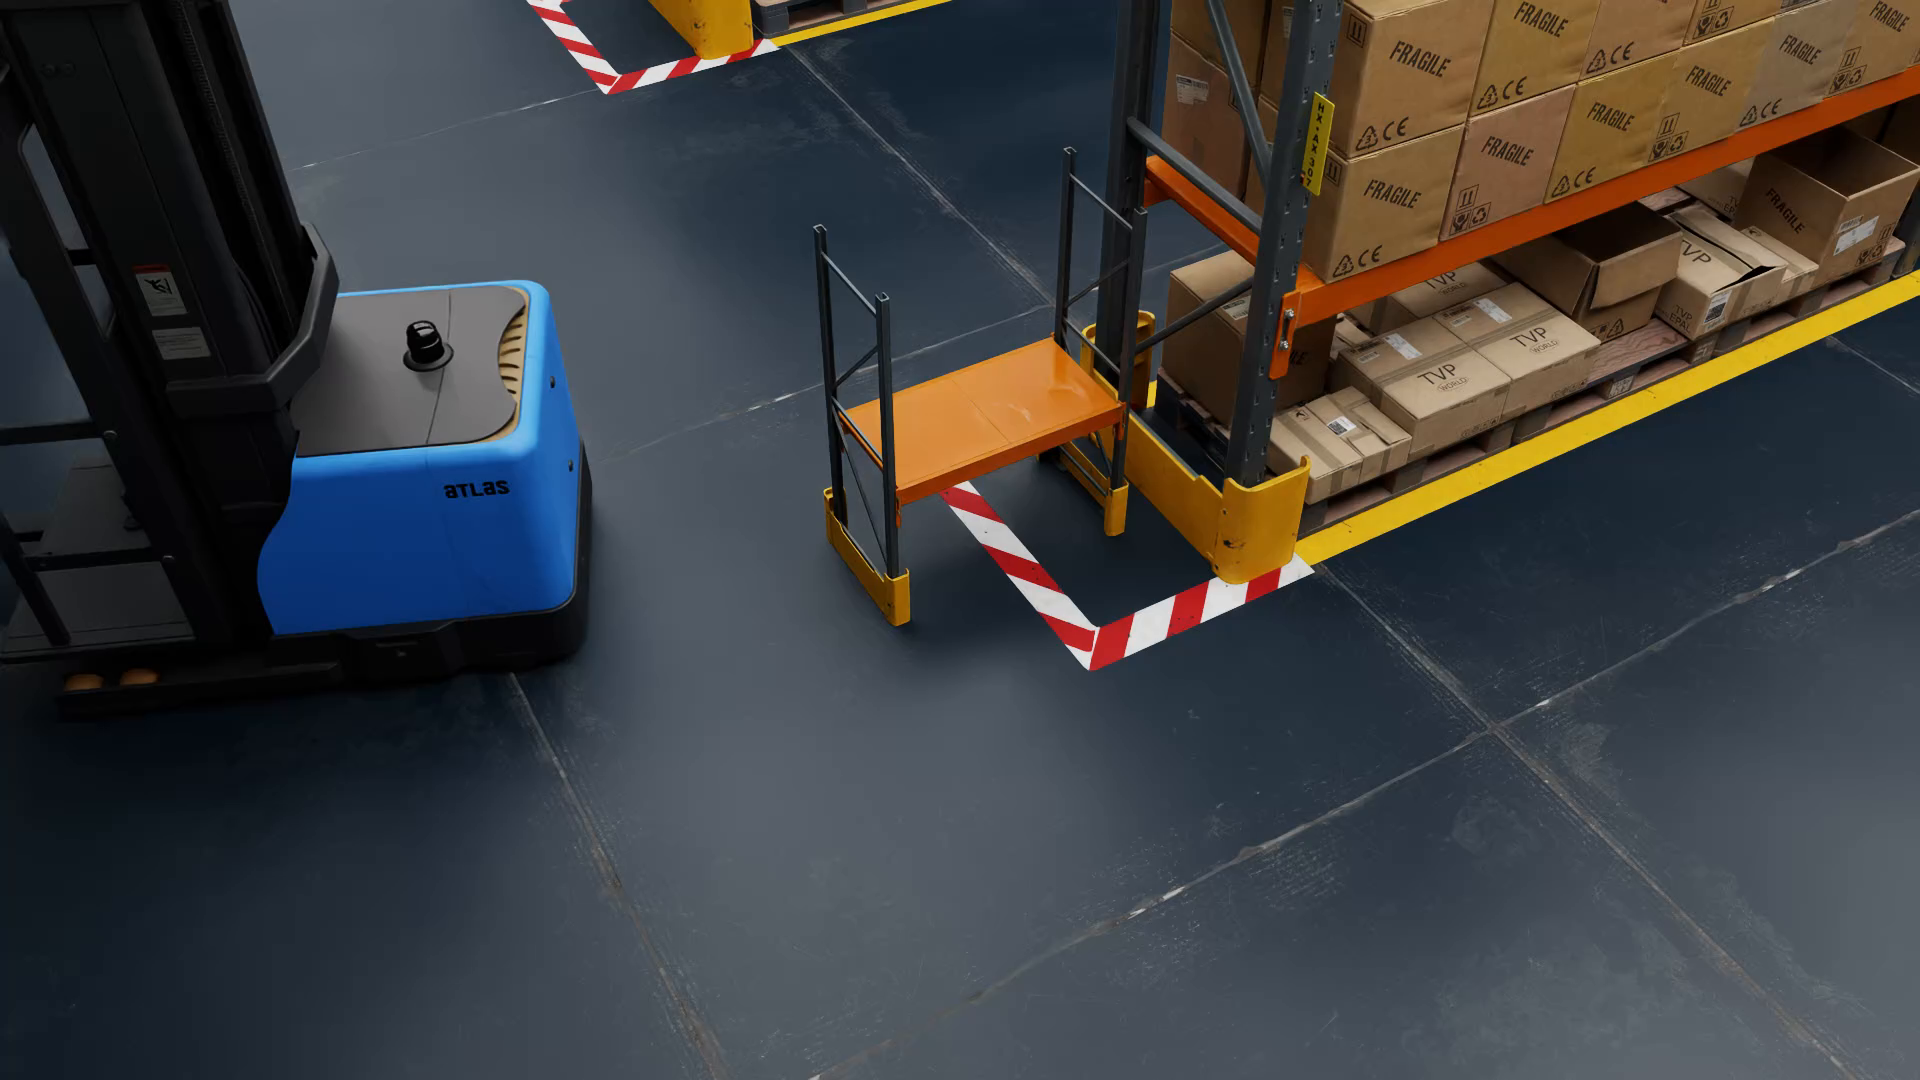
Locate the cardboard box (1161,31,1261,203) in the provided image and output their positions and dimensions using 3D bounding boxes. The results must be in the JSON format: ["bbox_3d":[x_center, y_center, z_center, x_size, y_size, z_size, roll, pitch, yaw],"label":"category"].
[{"bbox_3d":[1.110,-1.625,6.199,0.500,0.500,0.500,-20,48,-20],"label":"cardboard box"}]

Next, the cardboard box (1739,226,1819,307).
[{"bbox_3d":[3.677,-1.256,7.622,0.250,0.149,0.380,-22,48,-21],"label":"cardboard box"}]

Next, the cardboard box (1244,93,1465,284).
[{"bbox_3d":[1.373,-1.300,5.864,0.500,0.500,0.500,-21,48,-20],"label":"cardboard box"}]

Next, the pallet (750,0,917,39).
[{"bbox_3d":[-0.873,-3.524,10.229,1.213,0.211,1.003,-22,48,-21],"label":"pallet"}]

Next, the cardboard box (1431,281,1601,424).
[{"bbox_3d":[2.337,-0.805,7.084,0.500,0.250,0.500,-22,48,-21],"label":"cardboard box"}]

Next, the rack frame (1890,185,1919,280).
[{"bbox_3d":[4.325,-2.657,7.334,0.127,3.000,1.000,-22,48,-21],"label":"rack frame"}]

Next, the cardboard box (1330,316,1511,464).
[{"bbox_3d":[1.903,-0.631,6.905,0.500,0.250,0.500,-22,48,-21],"label":"cardboard box"}]

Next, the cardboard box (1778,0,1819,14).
[{"bbox_3d":[3.136,-2.366,6.244,0.500,0.500,0.500,-21,48,-21],"label":"cardboard box"}]

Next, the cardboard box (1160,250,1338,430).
[{"bbox_3d":[1.206,-0.867,6.969,0.500,0.500,0.500,-22,48,-21],"label":"cardboard box"}]

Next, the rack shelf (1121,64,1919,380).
[{"bbox_3d":[2.591,-1.705,6.869,4.000,0.370,1.077,-22,48,-21],"label":"rack shelf"}]

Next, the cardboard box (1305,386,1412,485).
[{"bbox_3d":[1.608,-0.435,6.763,0.250,0.166,0.380,-22,48,-21],"label":"cardboard box"}]

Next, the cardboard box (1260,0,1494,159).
[{"bbox_3d":[1.373,-1.659,5.515,0.500,0.500,0.500,-20,48,-20],"label":"cardboard box"}]

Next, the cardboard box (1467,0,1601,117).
[{"bbox_3d":[1.823,-1.844,5.707,0.500,0.500,0.500,-21,48,-21],"label":"cardboard box"}]

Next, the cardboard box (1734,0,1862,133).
[{"bbox_3d":[3.129,-2.005,6.590,0.500,0.500,0.500,-21,48,-20],"label":"cardboard box"}]

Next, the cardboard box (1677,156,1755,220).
[{"bbox_3d":[3.854,-1.835,8.102,0.500,0.311,0.500,-22,48,-21],"label":"cardboard box"}]

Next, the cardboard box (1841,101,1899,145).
[{"bbox_3d":[4.610,-2.262,8.406,0.500,0.500,0.500,-22,48,-21],"label":"cardboard box"}]

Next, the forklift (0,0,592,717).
[{"bbox_3d":[-2.968,-0.799,5.469,3.031,2.935,1.130,-5,44,-5],"label":"forklift"}]

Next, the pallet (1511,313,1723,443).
[{"bbox_3d":[2.670,-0.992,7.621,1.213,0.211,1.003,-22,48,-21],"label":"pallet"}]

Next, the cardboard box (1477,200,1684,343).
[{"bbox_3d":[2.699,-1.264,7.375,0.637,0.503,0.797,-22,48,-21],"label":"cardboard box"}]

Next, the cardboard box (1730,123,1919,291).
[{"bbox_3d":[3.973,-1.549,7.671,0.500,0.500,0.500,-22,48,-21],"label":"cardboard box"}]

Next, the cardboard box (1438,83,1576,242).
[{"bbox_3d":[1.818,-1.482,6.051,0.500,0.500,0.500,-22,48,-21],"label":"cardboard box"}]

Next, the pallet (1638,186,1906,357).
[{"bbox_3d":[3.729,-1.418,8.060,1.213,0.211,1.003,-22,48,-21],"label":"pallet"}]

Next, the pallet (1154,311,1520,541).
[{"bbox_3d":[1.614,-0.572,7.188,1.213,0.211,1.003,-22,48,-21],"label":"pallet"}]

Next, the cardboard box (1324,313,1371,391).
[{"bbox_3d":[1.602,-0.834,7.174,0.250,0.166,0.380,-22,48,-21],"label":"cardboard box"}]

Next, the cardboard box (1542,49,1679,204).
[{"bbox_3d":[2.254,-1.654,6.229,0.500,0.500,0.500,-22,48,-21],"label":"cardboard box"}]

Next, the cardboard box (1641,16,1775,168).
[{"bbox_3d":[2.689,-1.827,6.407,0.500,0.500,0.500,-21,48,-20],"label":"cardboard box"}]

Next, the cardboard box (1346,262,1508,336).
[{"bbox_3d":[2.044,-1.089,7.377,0.500,0.250,0.500,-22,48,-21],"label":"cardboard box"}]

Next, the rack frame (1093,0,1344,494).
[{"bbox_3d":[0.857,-1.269,5.904,0.127,3.000,1.000,-22,48,-21],"label":"rack frame"}]

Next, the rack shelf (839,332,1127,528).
[{"bbox_3d":[0.074,-0.439,6.383,1.000,0.185,0.538,-22,48,-21],"label":"rack shelf"}]

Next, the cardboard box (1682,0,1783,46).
[{"bbox_3d":[2.699,-2.192,6.065,0.500,0.500,0.500,-22,48,-21],"label":"cardboard box"}]

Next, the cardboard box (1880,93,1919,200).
[{"bbox_3d":[4.866,-1.938,8.073,0.500,0.500,0.500,-24,49,-23],"label":"cardboard box"}]

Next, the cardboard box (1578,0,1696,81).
[{"bbox_3d":[2.259,-2.015,5.883,0.500,0.500,0.500,-21,48,-20],"label":"cardboard box"}]

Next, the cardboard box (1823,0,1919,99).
[{"bbox_3d":[3.573,-2.185,6.776,0.500,0.500,0.500,-21,48,-20],"label":"cardboard box"}]

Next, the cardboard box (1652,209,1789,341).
[{"bbox_3d":[3.322,-1.221,7.469,0.500,0.311,0.500,-22,48,-21],"label":"cardboard box"}]

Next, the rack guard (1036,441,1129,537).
[{"bbox_3d":[0.498,-0.289,6.868,0.087,0.250,0.587,-22,48,-21],"label":"rack guard"}]

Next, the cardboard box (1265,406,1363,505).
[{"bbox_3d":[1.391,-0.342,6.679,0.250,0.149,0.380,-22,48,-21],"label":"cardboard box"}]

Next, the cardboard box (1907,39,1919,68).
[{"bbox_3d":[4.020,-2.364,6.961,0.500,0.500,0.500,-21,48,-20],"label":"cardboard box"}]

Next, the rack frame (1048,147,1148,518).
[{"bbox_3d":[0.515,-0.744,6.440,0.032,1.500,0.500,-22,48,-21],"label":"rack frame"}]

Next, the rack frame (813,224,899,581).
[{"bbox_3d":[-0.367,-0.391,6.076,0.032,1.500,0.500,-22,48,-21],"label":"rack frame"}]

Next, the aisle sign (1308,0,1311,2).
[{"bbox_3d":[0.944,-2.001,4.791,0.004,0.787,0.394,-22,48,-21],"label":"aisle sign"}]

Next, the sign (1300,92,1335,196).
[{"bbox_3d":[1.127,-1.252,5.265,0.005,0.325,0.100,-22,48,-21],"label":"sign"}]

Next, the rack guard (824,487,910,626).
[{"bbox_3d":[-0.366,0.057,6.512,0.087,0.250,0.587,-22,48,-21],"label":"rack guard"}]

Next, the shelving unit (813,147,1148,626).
[{"bbox_3d":[0.066,-0.565,6.255,1.083,1.500,0.587,-22,48,-21],"label":"shelving unit"}]

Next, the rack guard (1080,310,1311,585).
[{"bbox_3d":[0.923,-0.398,6.802,0.348,0.500,1.175,-22,48,-21],"label":"rack guard"}]

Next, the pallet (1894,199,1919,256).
[{"bbox_3d":[5.012,-1.961,8.619,1.213,0.211,1.003,-22,48,-21],"label":"pallet"}]

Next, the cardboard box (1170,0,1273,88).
[{"bbox_3d":[1.106,-1.984,5.851,0.500,0.500,0.500,-22,48,-21],"label":"cardboard box"}]

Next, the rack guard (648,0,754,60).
[{"bbox_3d":[-1.622,-3.348,9.841,0.348,0.500,1.175,-22,48,-21],"label":"rack guard"}]
